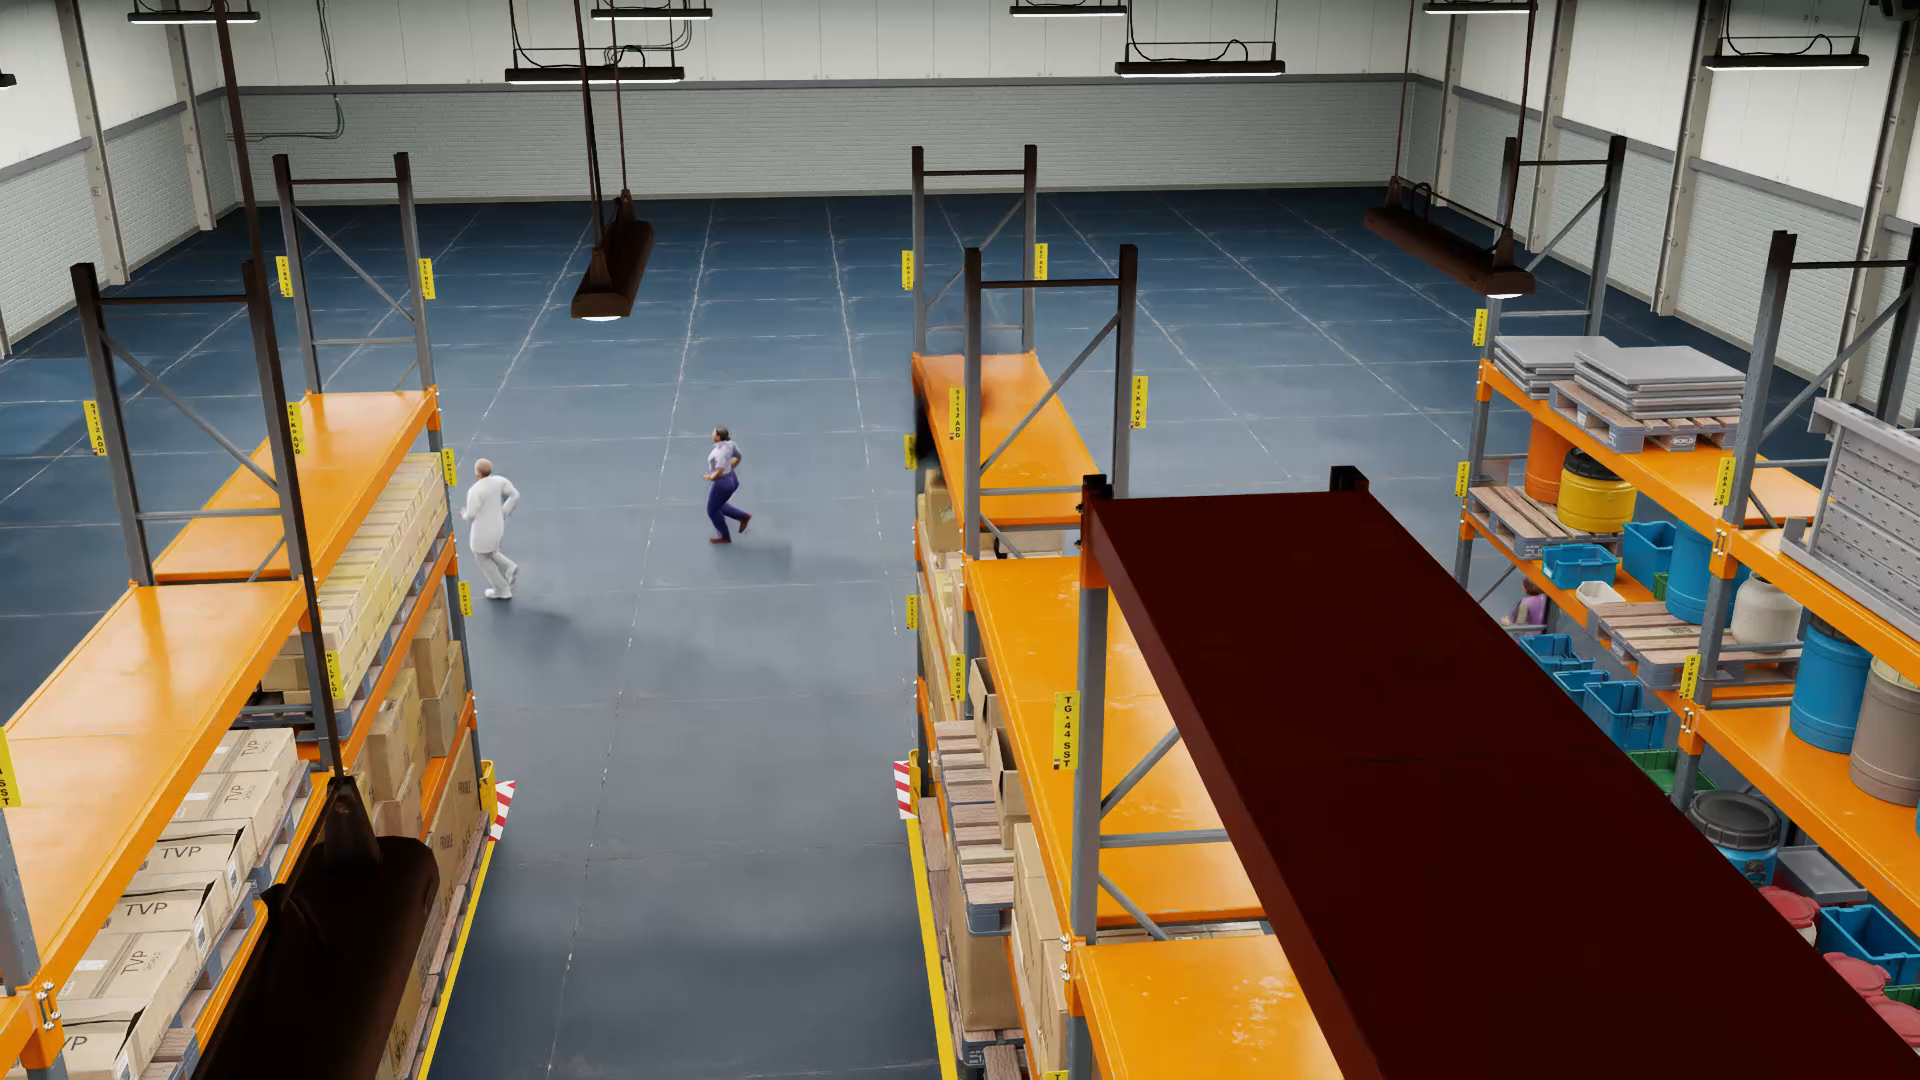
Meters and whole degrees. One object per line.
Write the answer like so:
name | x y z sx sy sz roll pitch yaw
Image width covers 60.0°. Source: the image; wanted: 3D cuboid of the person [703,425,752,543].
person | -2.992 -0.704 21.273 0.566 1.586 0.623 4 22 11

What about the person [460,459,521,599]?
person | -5.598 -0.149 19.669 0.627 1.738 0.702 10 24 24

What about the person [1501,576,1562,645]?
person | 5.710 1.085 16.732 0.682 1.611 0.537 20 29 41
